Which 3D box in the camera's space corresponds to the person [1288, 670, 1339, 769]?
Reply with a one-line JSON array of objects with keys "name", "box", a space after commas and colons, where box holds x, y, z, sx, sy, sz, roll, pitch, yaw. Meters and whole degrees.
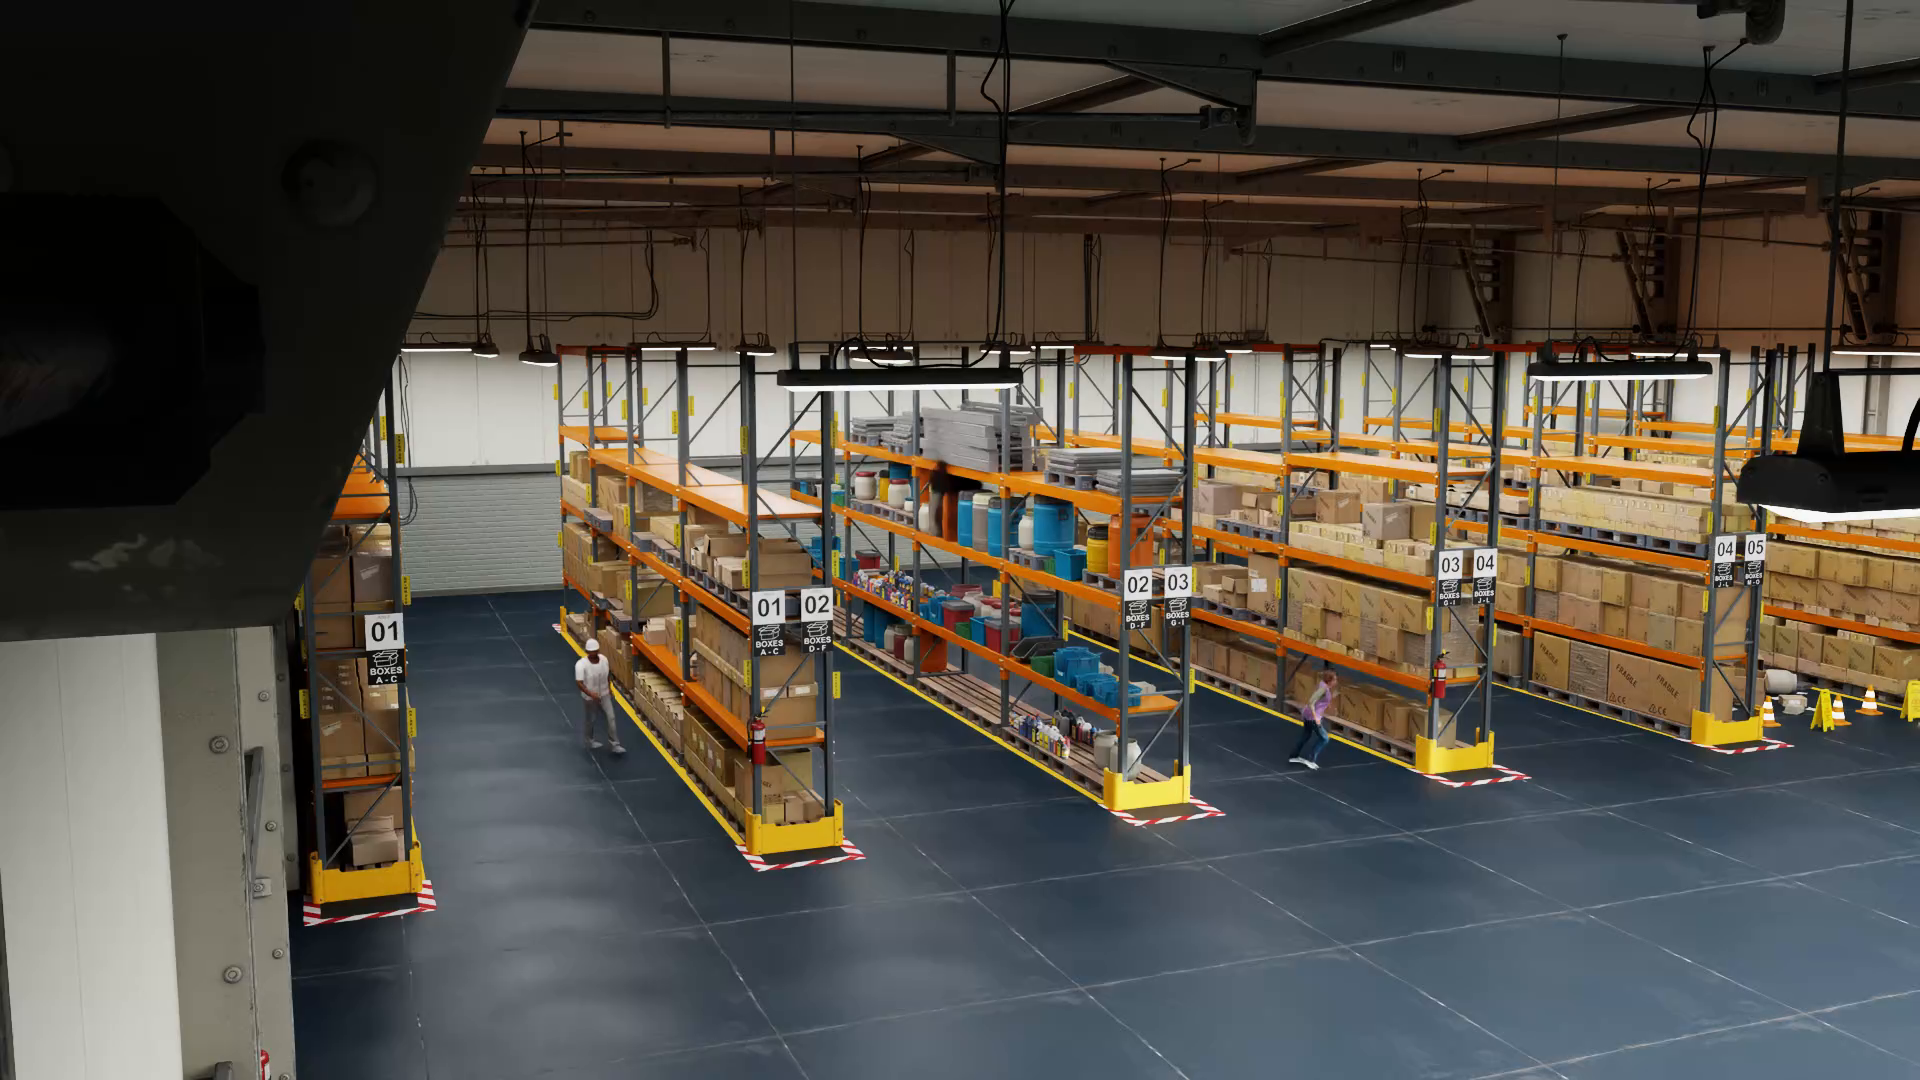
[{"name": "person", "box": [5.104, 2.585, 24.015, 0.704, 1.506, 0.579, 2, 7, 13]}]

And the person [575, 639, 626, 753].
[{"name": "person", "box": [-5.363, 2.308, 24.671, 0.667, 1.717, 0.954, -6, 9, -40]}]

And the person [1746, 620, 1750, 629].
[{"name": "person", "box": [15.965, 1.311, 33.482, 0.700, 1.575, 0.998, -7, 10, -42]}]
